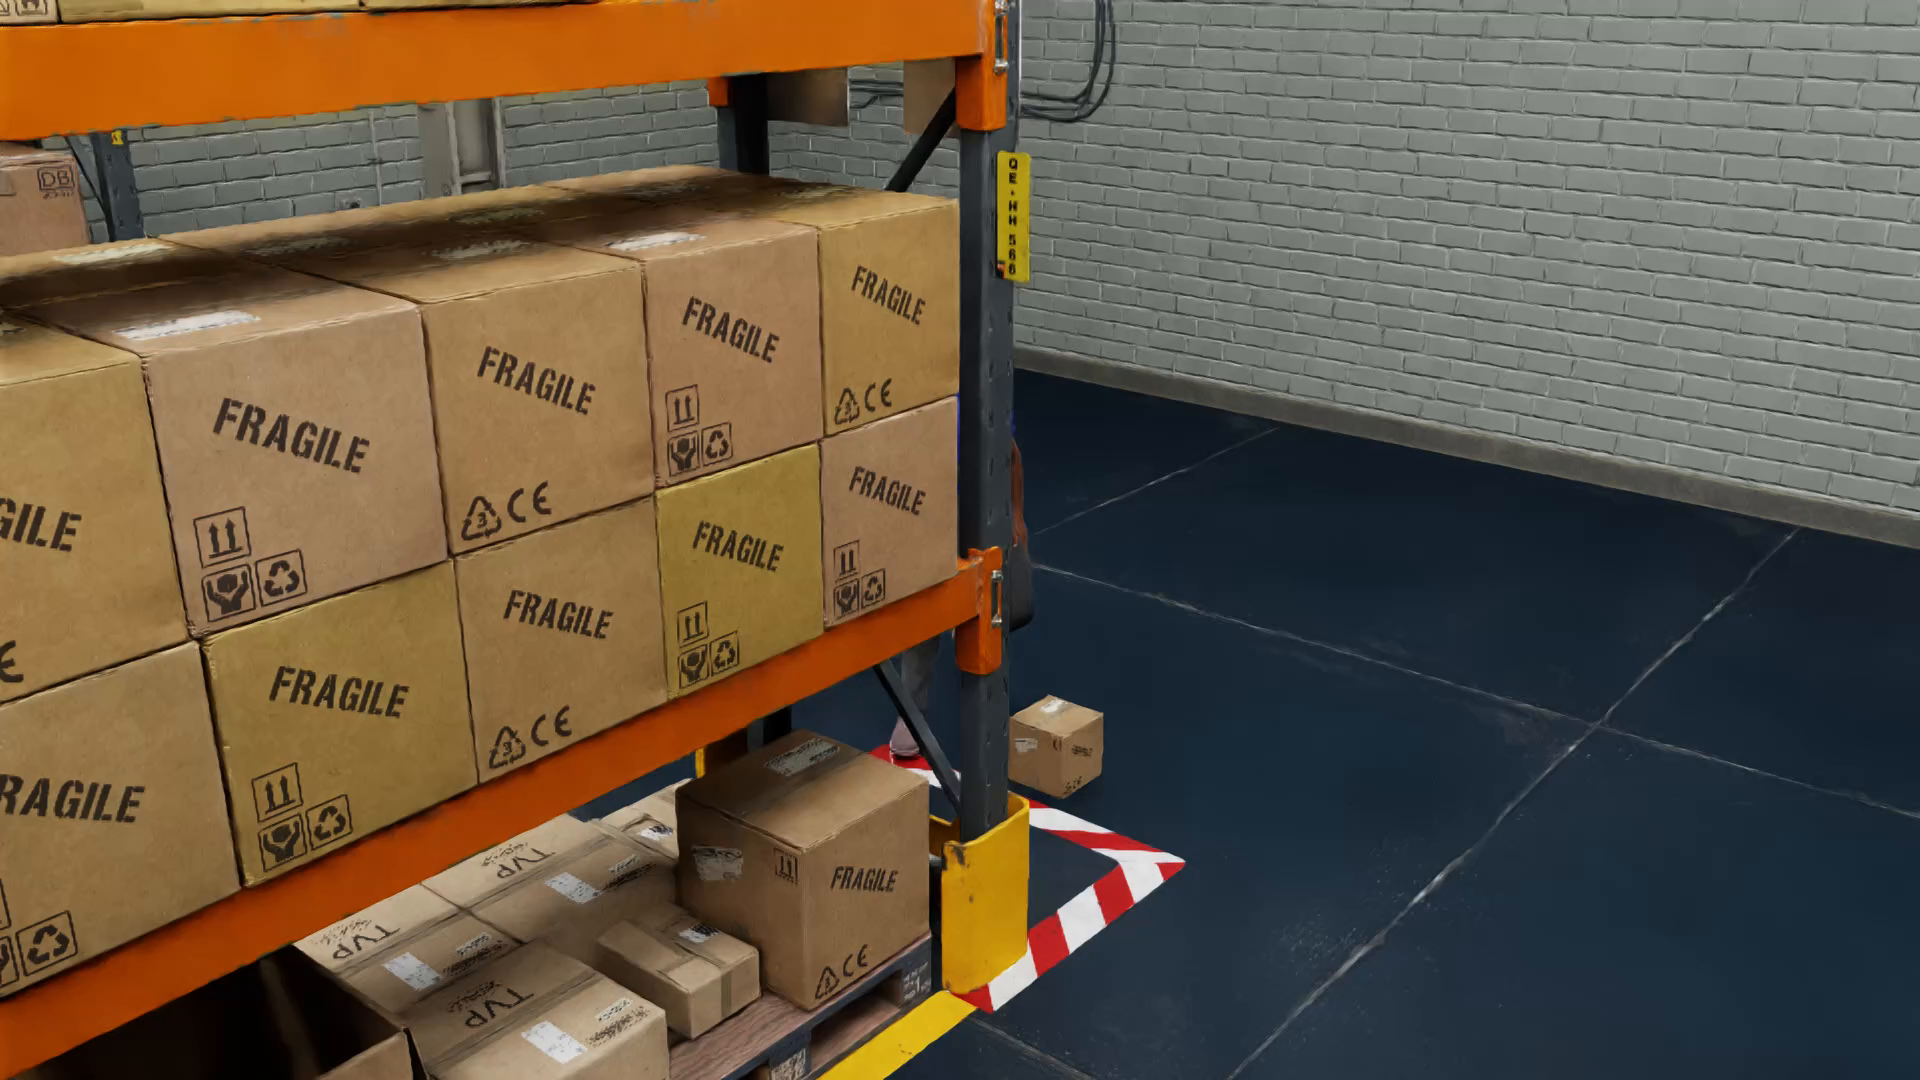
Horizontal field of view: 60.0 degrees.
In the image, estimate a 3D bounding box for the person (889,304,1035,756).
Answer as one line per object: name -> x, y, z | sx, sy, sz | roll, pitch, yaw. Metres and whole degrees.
person -> -0.043, -0.078, 6.245 | 0.608, 1.653, 0.567 | -7, 21, -18
